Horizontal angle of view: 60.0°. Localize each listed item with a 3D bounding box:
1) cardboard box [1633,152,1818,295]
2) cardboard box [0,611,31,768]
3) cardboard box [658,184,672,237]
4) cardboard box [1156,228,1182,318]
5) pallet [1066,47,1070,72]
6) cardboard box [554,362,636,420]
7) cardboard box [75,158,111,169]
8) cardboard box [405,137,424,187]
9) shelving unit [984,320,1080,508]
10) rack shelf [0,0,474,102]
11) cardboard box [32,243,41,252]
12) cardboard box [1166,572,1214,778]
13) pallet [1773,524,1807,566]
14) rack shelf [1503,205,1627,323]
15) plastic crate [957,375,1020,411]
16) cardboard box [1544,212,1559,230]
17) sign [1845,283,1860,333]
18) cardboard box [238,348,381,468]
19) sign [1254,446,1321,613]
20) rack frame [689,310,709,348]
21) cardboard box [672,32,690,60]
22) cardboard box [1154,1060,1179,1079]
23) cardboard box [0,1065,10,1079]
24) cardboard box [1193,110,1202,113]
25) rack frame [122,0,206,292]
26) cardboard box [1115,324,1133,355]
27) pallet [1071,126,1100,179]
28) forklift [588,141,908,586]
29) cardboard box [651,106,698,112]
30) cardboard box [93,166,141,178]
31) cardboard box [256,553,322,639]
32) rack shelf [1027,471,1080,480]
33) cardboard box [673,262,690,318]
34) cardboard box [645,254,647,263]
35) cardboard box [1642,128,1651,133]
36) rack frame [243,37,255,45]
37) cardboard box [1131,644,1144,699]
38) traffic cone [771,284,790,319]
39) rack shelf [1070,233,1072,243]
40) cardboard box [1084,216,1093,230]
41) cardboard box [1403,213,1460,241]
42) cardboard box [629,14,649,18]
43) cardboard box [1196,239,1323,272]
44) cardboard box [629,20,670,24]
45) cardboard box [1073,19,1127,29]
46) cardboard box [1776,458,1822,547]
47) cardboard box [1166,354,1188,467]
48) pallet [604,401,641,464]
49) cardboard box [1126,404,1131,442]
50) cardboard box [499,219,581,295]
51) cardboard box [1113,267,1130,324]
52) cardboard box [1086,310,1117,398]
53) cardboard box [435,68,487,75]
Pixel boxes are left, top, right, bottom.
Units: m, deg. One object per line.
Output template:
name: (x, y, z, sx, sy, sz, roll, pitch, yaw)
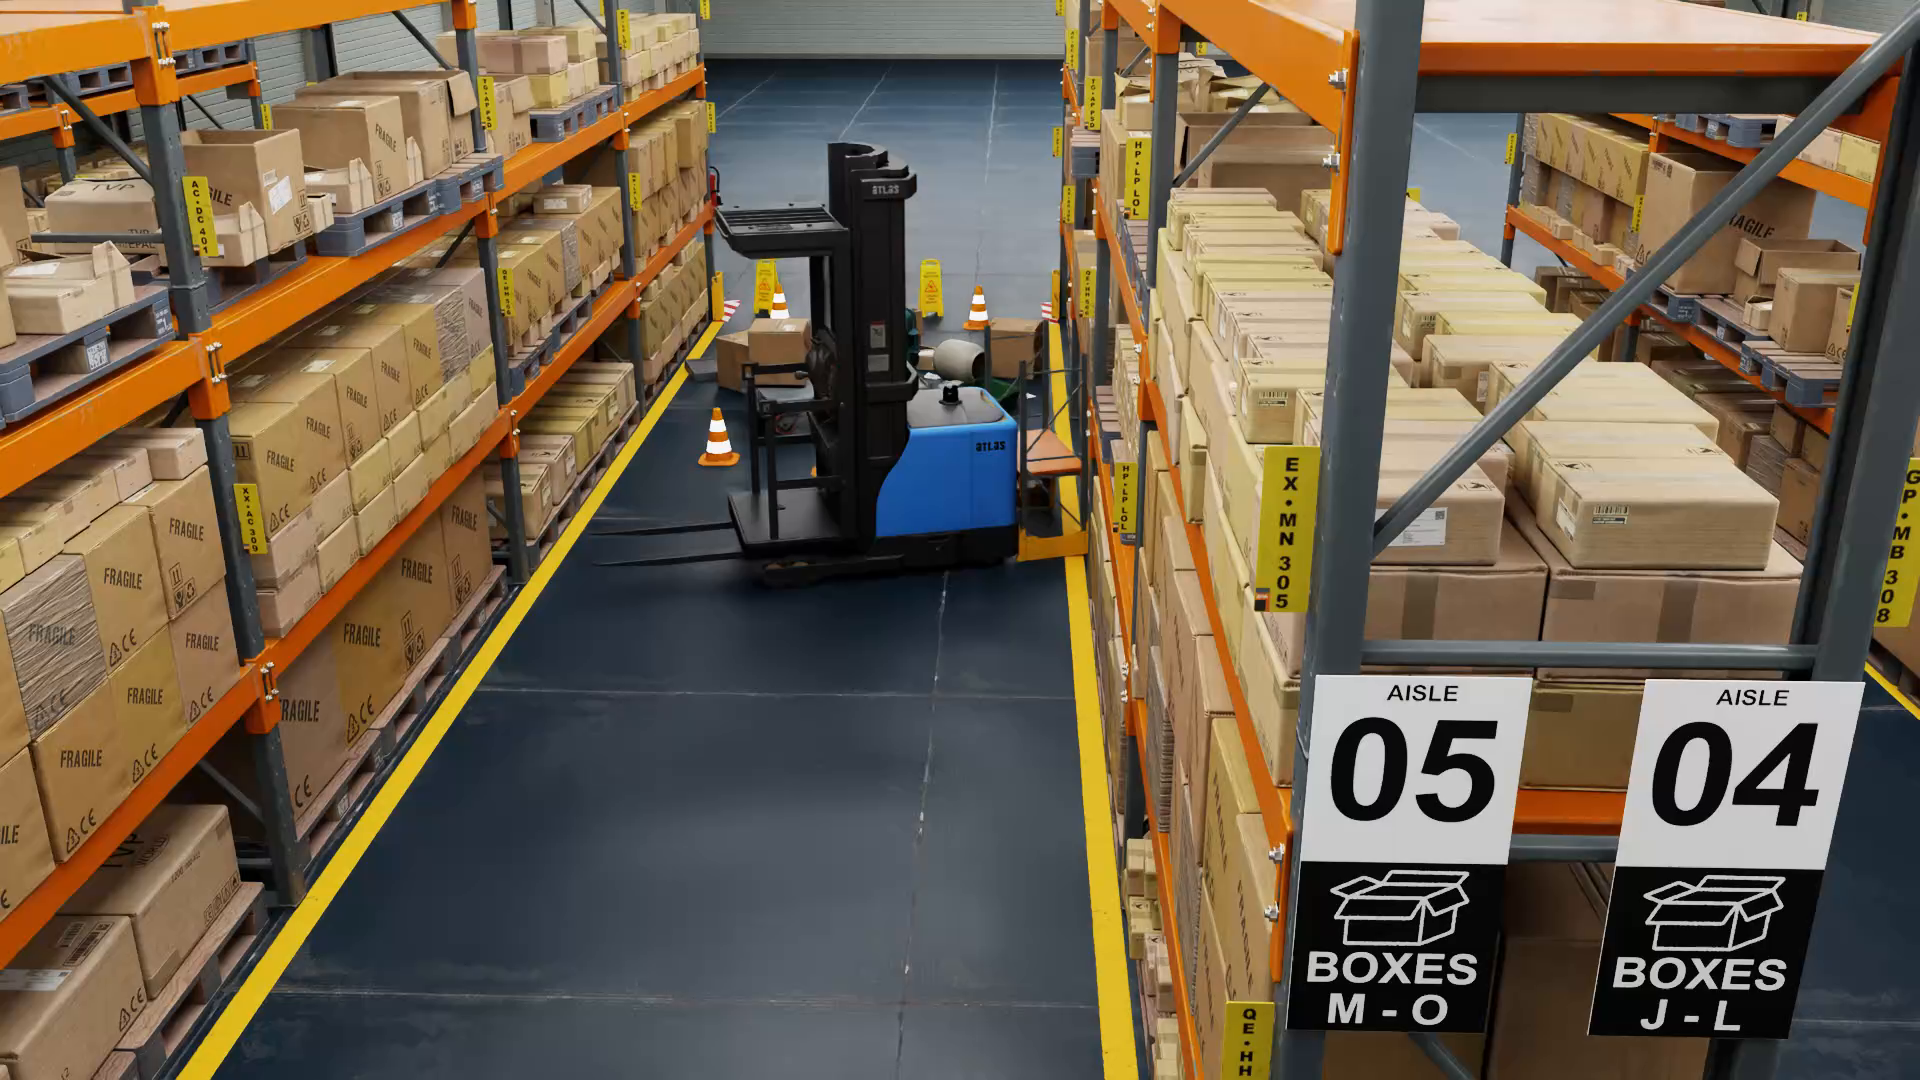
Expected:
cardboard box: (6.383, -2.646, 14.081, 1.134, 1.210, 1.638, 1, 21, 2)
cardboard box: (-3.466, 0.553, 5.437, 0.500, 0.500, 0.500, 1, 21, 2)
cardboard box: (-3.119, -3.254, 16.219, 0.500, 0.500, 0.500, 0, 21, 1)
cardboard box: (1.021, -1.029, 6.404, 0.500, 0.250, 0.500, 1, 21, 3)
pallet: (1.629, -5.067, 17.416, 1.003, 0.211, 1.213, 1, 21, 2)
cardboard box: (-3.445, -1.330, 14.863, 0.950, 0.372, 0.625, 1, 21, 2)
cardboard box: (-8.614, -3.672, 16.399, 0.380, 0.149, 0.250, 0, 21, 1)
cardboard box: (-3.245, -2.133, 9.338, 0.396, 0.266, 0.258, 0, 21, 0)
shelving unit: (0.554, -0.776, 12.427, 0.500, 1.500, 0.985, -6, 22, -12)
rack shelf: (-3.614, -2.655, 8.479, 1.077, 0.370, 4.000, 1, 21, 2)
cardboard box: (-8.161, -2.399, 14.082, 0.500, 0.250, 0.500, 0, 21, 0)
cardboard box: (0.955, 0.425, 5.355, 0.500, 0.500, 0.500, 0, 21, 0)
pallet: (6.377, 0.023, 12.177, 1.003, 0.211, 1.213, 1, 21, 2)
rack shelf: (6.535, -2.828, 16.666, 1.077, 0.370, 4.000, 1, 21, 2)
plastic crate: (0.215, -1.325, 15.604, 0.450, 0.188, 0.662, 23, 29, 25)
cardboard box: (6.298, -3.308, 17.254, 0.380, 0.149, 0.250, 1, 21, 2)
sign: (5.809, -1.500, 10.756, 0.100, 0.325, 0.005, 1, 21, 2)
cardboard box: (-3.369, -0.691, 8.643, 0.500, 0.500, 0.500, 0, 21, 0)
sign: (0.600, -0.017, 3.056, 0.100, 0.325, 0.005, 1, 21, 2)
rack frame: (-3.372, -2.375, 18.358, 1.003, 0.211, 1.213, 1, 21, 2)
cardboard box: (-3.086, -5.093, 17.158, 0.500, 0.250, 0.500, 0, 21, 1)
cardboard box: (0.909, 2.040, 6.073, 0.380, 0.149, 0.250, 1, 21, 2)
cardboard box: (-3.857, 2.217, 5.629, 0.875, 0.438, 0.875, 1, 21, 3)
cardboard box: (1.634, -2.321, 10.079, 0.500, 0.500, 0.500, 1, 21, 2)
rack frame: (-3.675, -2.454, 6.413, 1.000, 3.000, 0.127, 1, 21, 2)
cardboard box: (1.190, -1.275, 10.612, 0.380, 0.149, 0.250, 1, 21, 2)
pallet: (1.364, -2.629, 11.272, 1.213, 0.211, 1.003, 2, 21, 4)
forklift: (-1.185, -1.516, 12.385, 3.336, 2.935, 2.622, -5, 22, -13)
cardboard box: (-3.130, -4.277, 17.474, 0.700, 0.500, 0.500, 1, 21, 2)
cardboard box: (-8.060, -3.482, 15.911, 0.380, 0.149, 0.250, 1, 21, 3)
cardboard box: (-3.398, 0.257, 7.928, 0.500, 0.250, 0.500, 0, 21, 0)
rack shelf: (0.564, -0.631, 12.452, 0.416, 0.036, 0.922, -6, 22, -12)
cardboard box: (-3.109, -2.596, 17.255, 0.500, 0.500, 0.500, 0, 21, 0)
cardboard box: (-3.146, -2.635, 15.519, 0.380, 0.149, 0.250, 1, 21, 3)
cardboard box: (6.771, -3.613, 15.763, 0.500, 0.500, 0.500, 1, 21, 2)
rack frame: (-8.271, -6.846, 17.732, 1.000, 3.000, 0.127, 1, 21, 2)
cardboard box: (0.940, 0.577, 7.242, 0.380, 0.149, 0.250, 1, 21, 4)
traffic cone: (-2.034, -2.643, 18.702, 0.336, 0.463, 0.334, 1, 21, 2)
rack shelf: (1.580, -3.044, 16.852, 0.919, 0.052, 3.809, 1, 21, 2)
cardboard box: (1.518, -2.735, 15.224, 0.875, 0.550, 0.550, 1, 21, 2)
cardboard box: (1.576, -1.086, 5.999, 0.380, 0.149, 0.250, 1, 21, 2)
cardboard box: (-3.525, -5.522, 17.713, 0.380, 0.149, 0.250, 0, 21, 1)
cardboard box: (0.991, -0.907, 5.539, 0.380, 0.149, 0.250, 0, 21, 0)
cardboard box: (-3.135, -5.158, 16.775, 0.380, 0.149, 0.250, 1, 21, 2)
cardboard box: (1.293, -4.605, 15.180, 0.500, 0.250, 0.500, 1, 21, 1)
cardboard box: (6.353, -0.276, 11.942, 0.700, 0.500, 0.500, 0, 21, -1)
cardboard box: (0.956, -0.434, 5.561, 0.500, 0.250, 0.500, 2, 21, 4)
pallet: (-3.454, -0.968, 14.732, 1.003, 0.211, 1.213, 1, 21, 2)
cardboard box: (1.144, -0.664, 9.450, 0.380, 0.149, 0.250, 0, 21, 1)
cardboard box: (-3.267, -2.206, 12.937, 0.500, 0.500, 0.500, 0, 21, 0)
cardboard box: (1.421, -1.760, 11.398, 0.700, 0.500, 0.500, 1, 21, 1)
cardboard box: (1.143, -1.298, 11.588, 0.500, 0.500, 0.500, 1, 21, 2)
cardboard box: (-3.858, -3.501, 12.886, 0.500, 0.250, 0.500, 0, 21, 1)
